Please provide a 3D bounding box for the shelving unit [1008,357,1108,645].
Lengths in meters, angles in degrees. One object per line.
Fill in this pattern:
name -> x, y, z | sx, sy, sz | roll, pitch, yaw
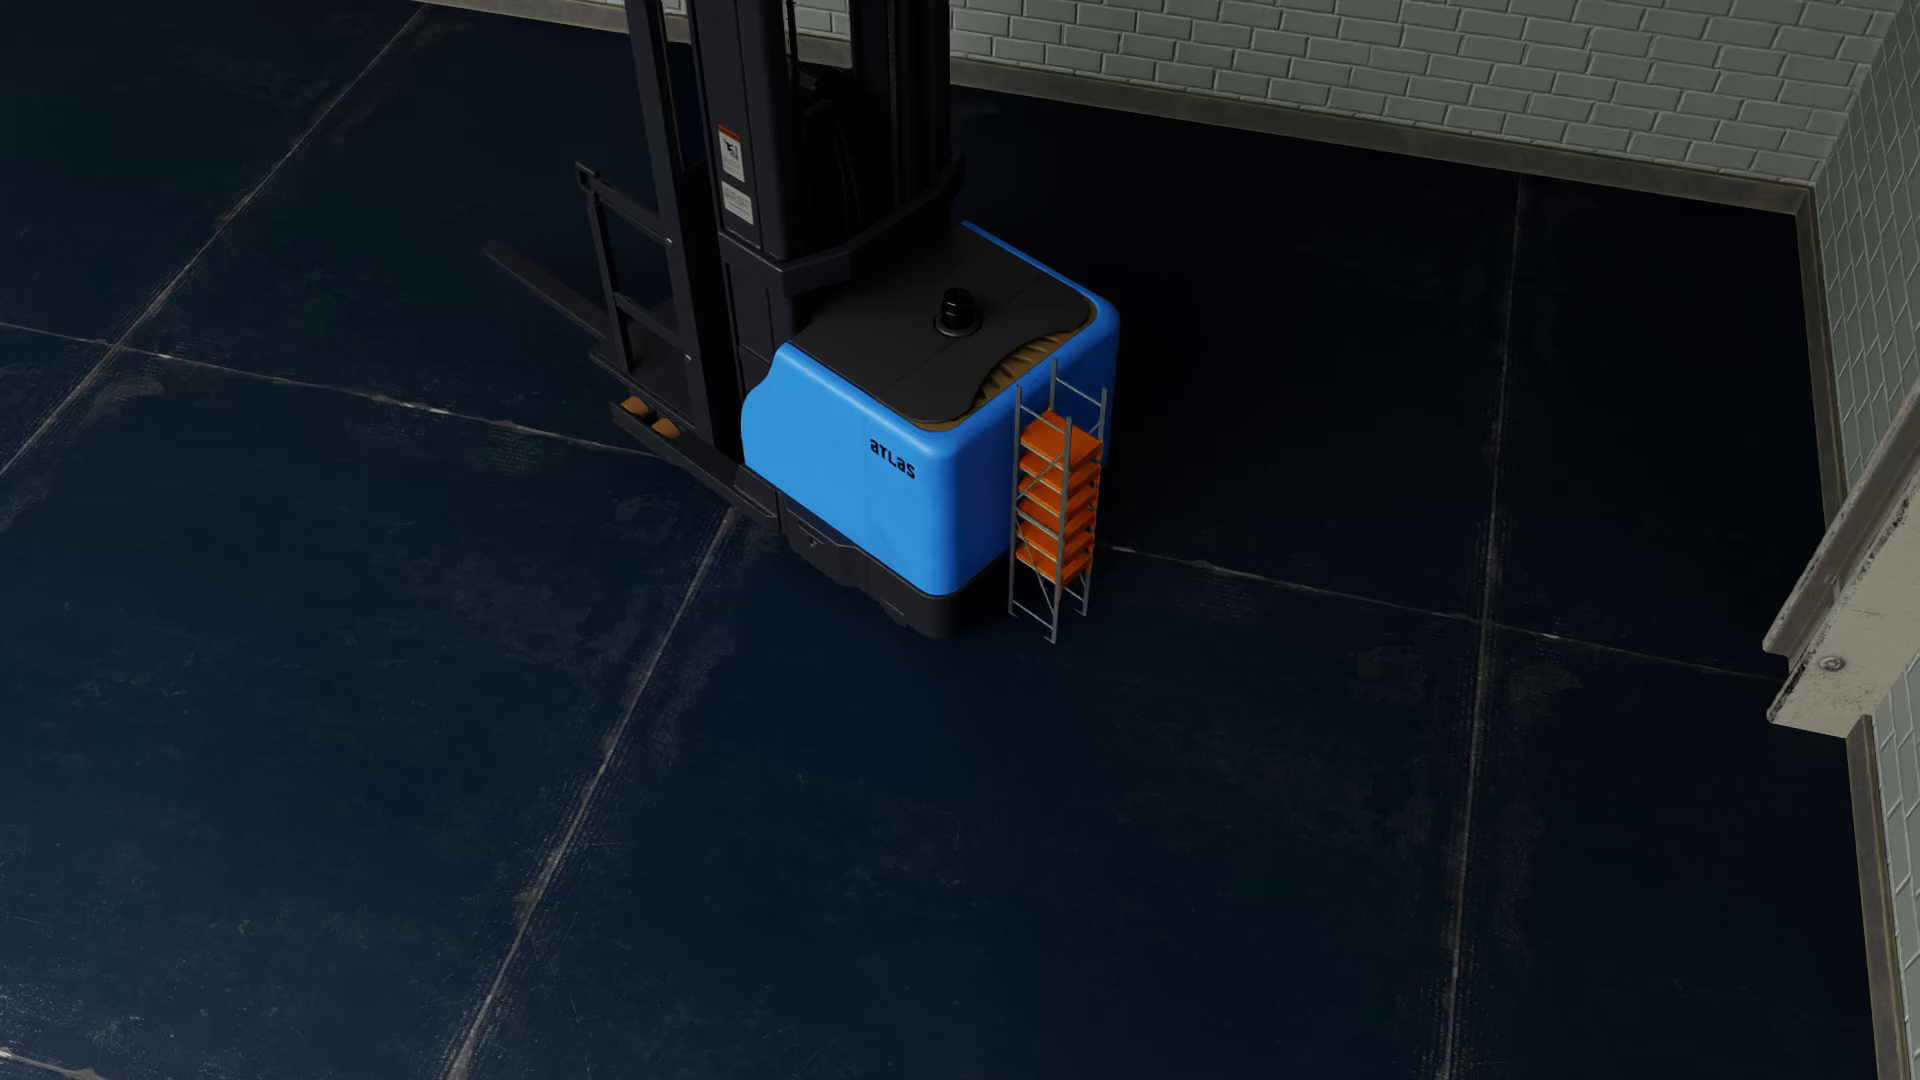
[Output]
shelving unit -> 0.338, -0.110, 5.965 | 0.258, 1.200, 0.189 | 35, 57, 26

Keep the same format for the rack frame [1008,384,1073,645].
rack frame -> 0.276, -0.059, 5.921 | 0.240, 1.200, 0.006 | 35, 57, 26

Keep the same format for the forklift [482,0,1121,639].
forklift -> -0.830, -1.573, 6.102 | 3.031, 2.935, 1.130 | 35, 57, 27

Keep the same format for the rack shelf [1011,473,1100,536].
rack shelf -> 0.338, -0.160, 5.908 | 0.258, 0.103, 0.180 | 35, 57, 26

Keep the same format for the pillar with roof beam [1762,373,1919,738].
pillar with roof beam -> -0.999, -3.275, 3.557 | 9.100, 9.000, 0.400 | 12, 50, 10

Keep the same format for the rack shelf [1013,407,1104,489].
rack shelf -> 0.338, -0.318, 5.728 | 0.258, 0.103, 0.180 | 35, 57, 26

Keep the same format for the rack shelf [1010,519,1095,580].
rack shelf -> 0.338, -0.001, 6.089 | 0.258, 0.103, 0.180 | 35, 57, 26

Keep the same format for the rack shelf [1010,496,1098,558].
rack shelf -> 0.338, -0.081, 5.999 | 0.258, 0.103, 0.180 | 35, 57, 26

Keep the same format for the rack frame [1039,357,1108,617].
rack frame -> 0.400, -0.160, 6.010 | 0.240, 1.200, 0.006 | 35, 57, 26

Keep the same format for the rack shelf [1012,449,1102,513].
rack shelf -> 0.338, -0.239, 5.818 | 0.258, 0.103, 0.180 | 35, 57, 26

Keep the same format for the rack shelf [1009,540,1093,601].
rack shelf -> 0.337, 0.078, 6.179 | 0.258, 0.103, 0.180 | 35, 57, 26
